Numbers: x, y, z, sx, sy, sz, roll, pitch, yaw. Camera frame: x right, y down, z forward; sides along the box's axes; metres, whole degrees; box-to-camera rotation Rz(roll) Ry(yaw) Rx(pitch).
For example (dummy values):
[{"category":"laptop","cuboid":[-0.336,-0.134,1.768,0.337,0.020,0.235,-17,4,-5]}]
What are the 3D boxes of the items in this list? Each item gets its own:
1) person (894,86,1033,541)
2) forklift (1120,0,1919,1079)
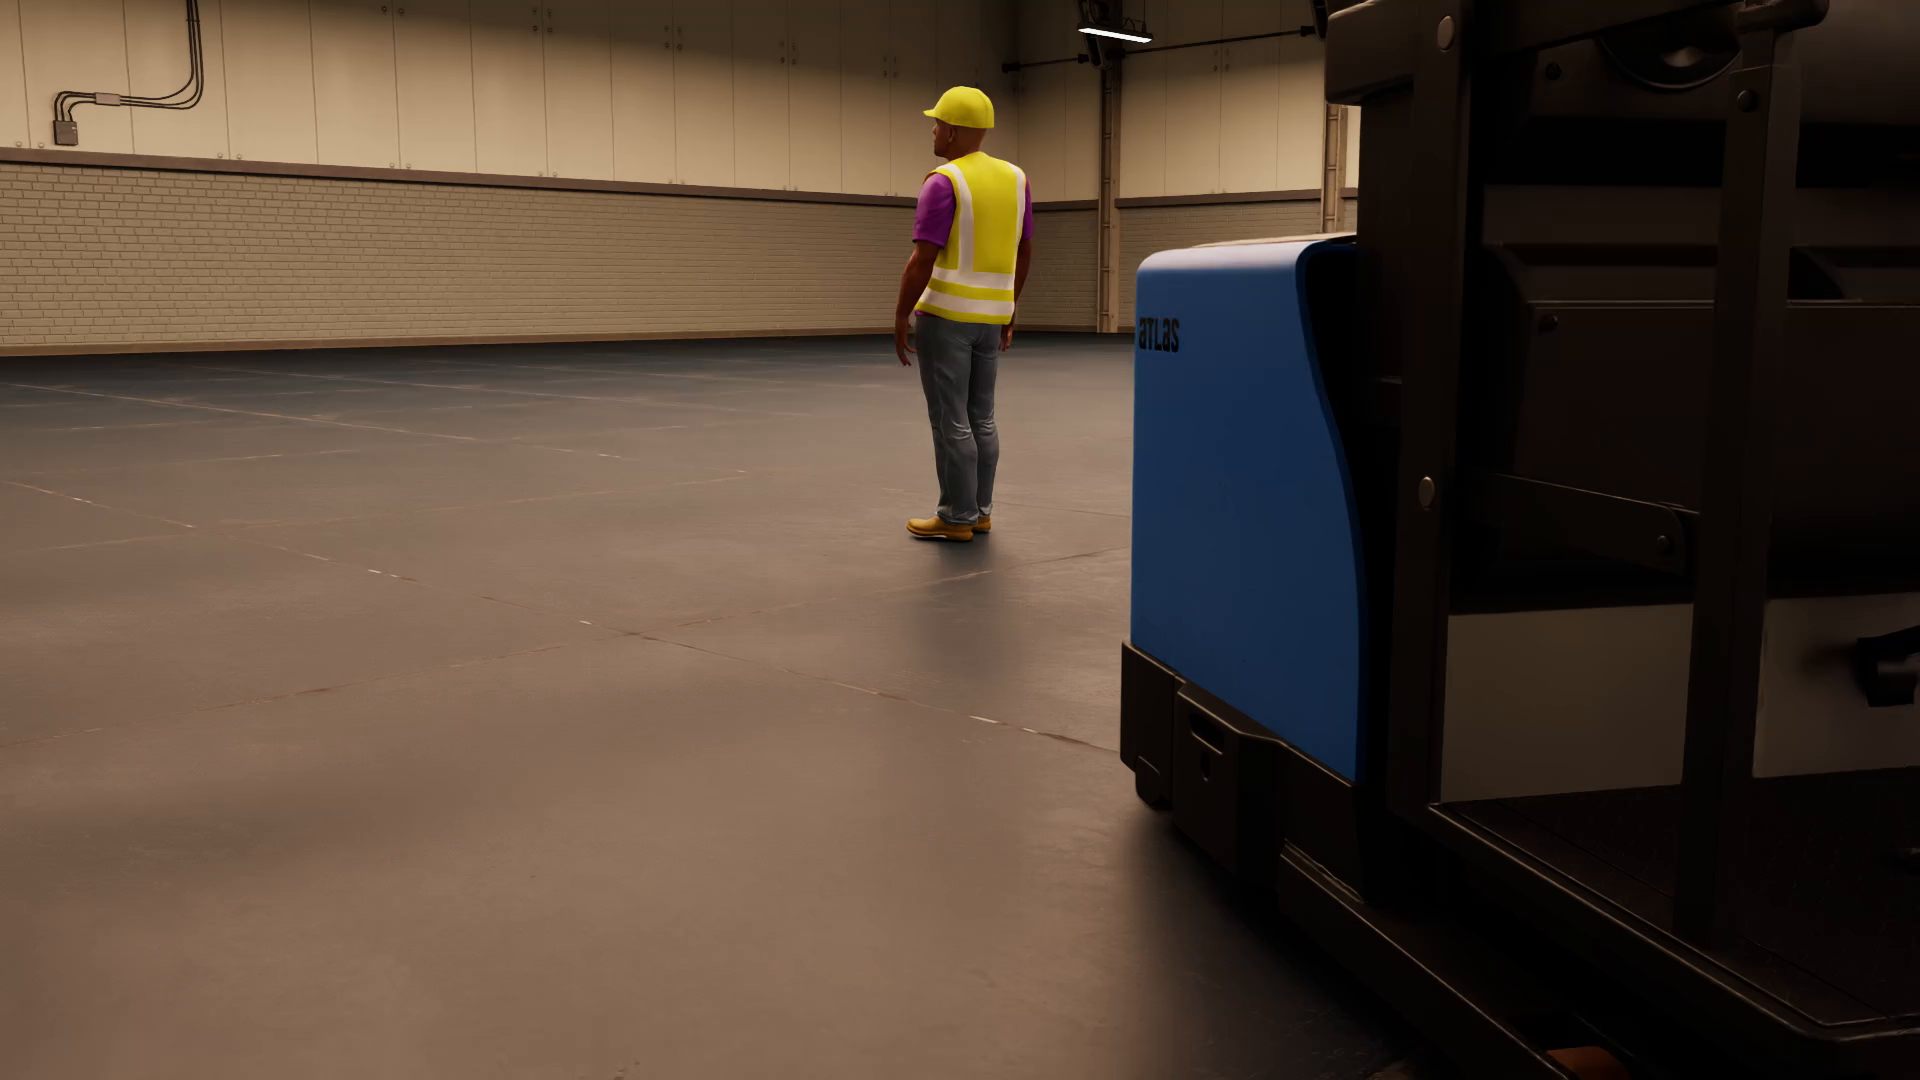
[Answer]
[{"category":"person","cuboid":[-0.047,-0.888,6.636,0.575,1.768,0.666,8,12,43]},{"category":"forklift","cuboid":[1.159,-0.750,1.855,1.130,2.935,3.031,-2,9,-13]}]
